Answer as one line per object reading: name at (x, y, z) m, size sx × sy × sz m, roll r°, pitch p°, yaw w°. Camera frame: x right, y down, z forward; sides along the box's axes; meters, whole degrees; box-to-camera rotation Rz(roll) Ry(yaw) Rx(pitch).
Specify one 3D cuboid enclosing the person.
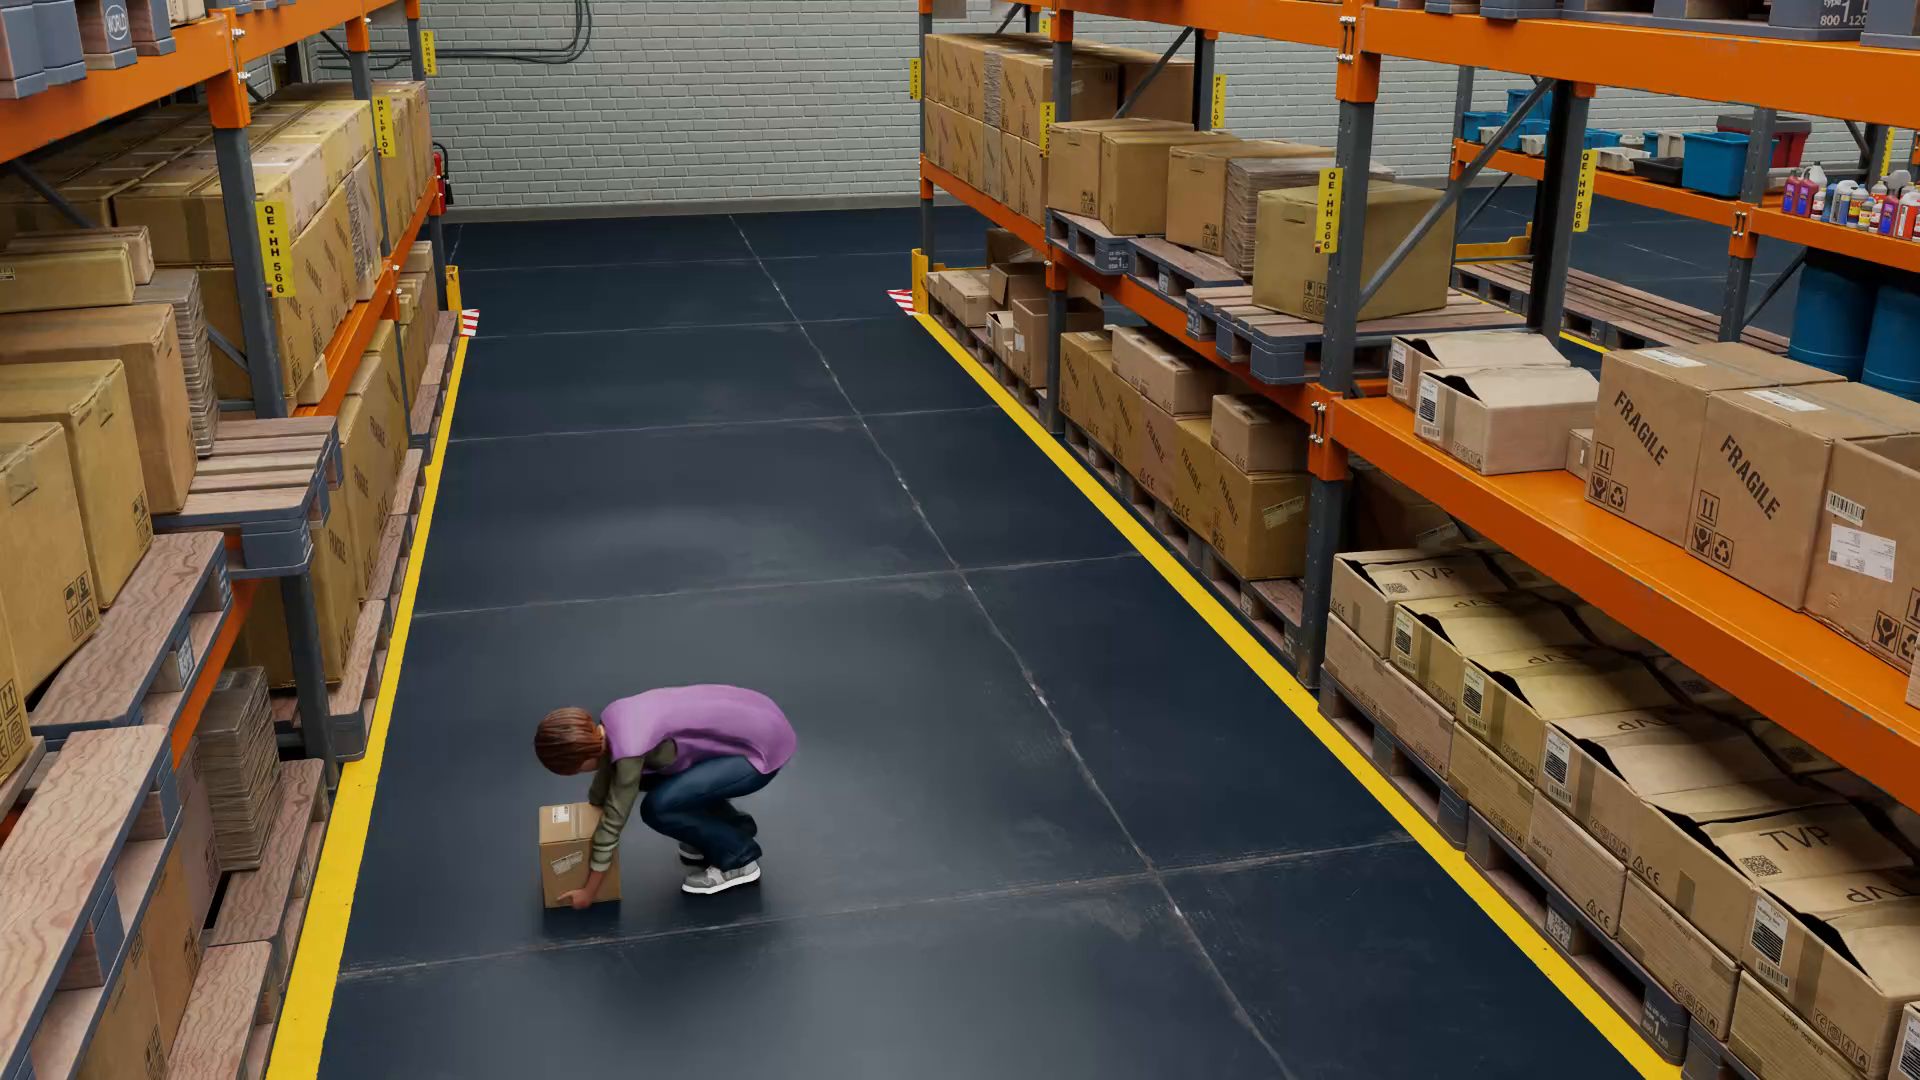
person at (-0.978, 0.842, 5.628) m, size 0.866 × 0.699 × 0.414 m, roll -5°, pitch 21°, yaw -14°
